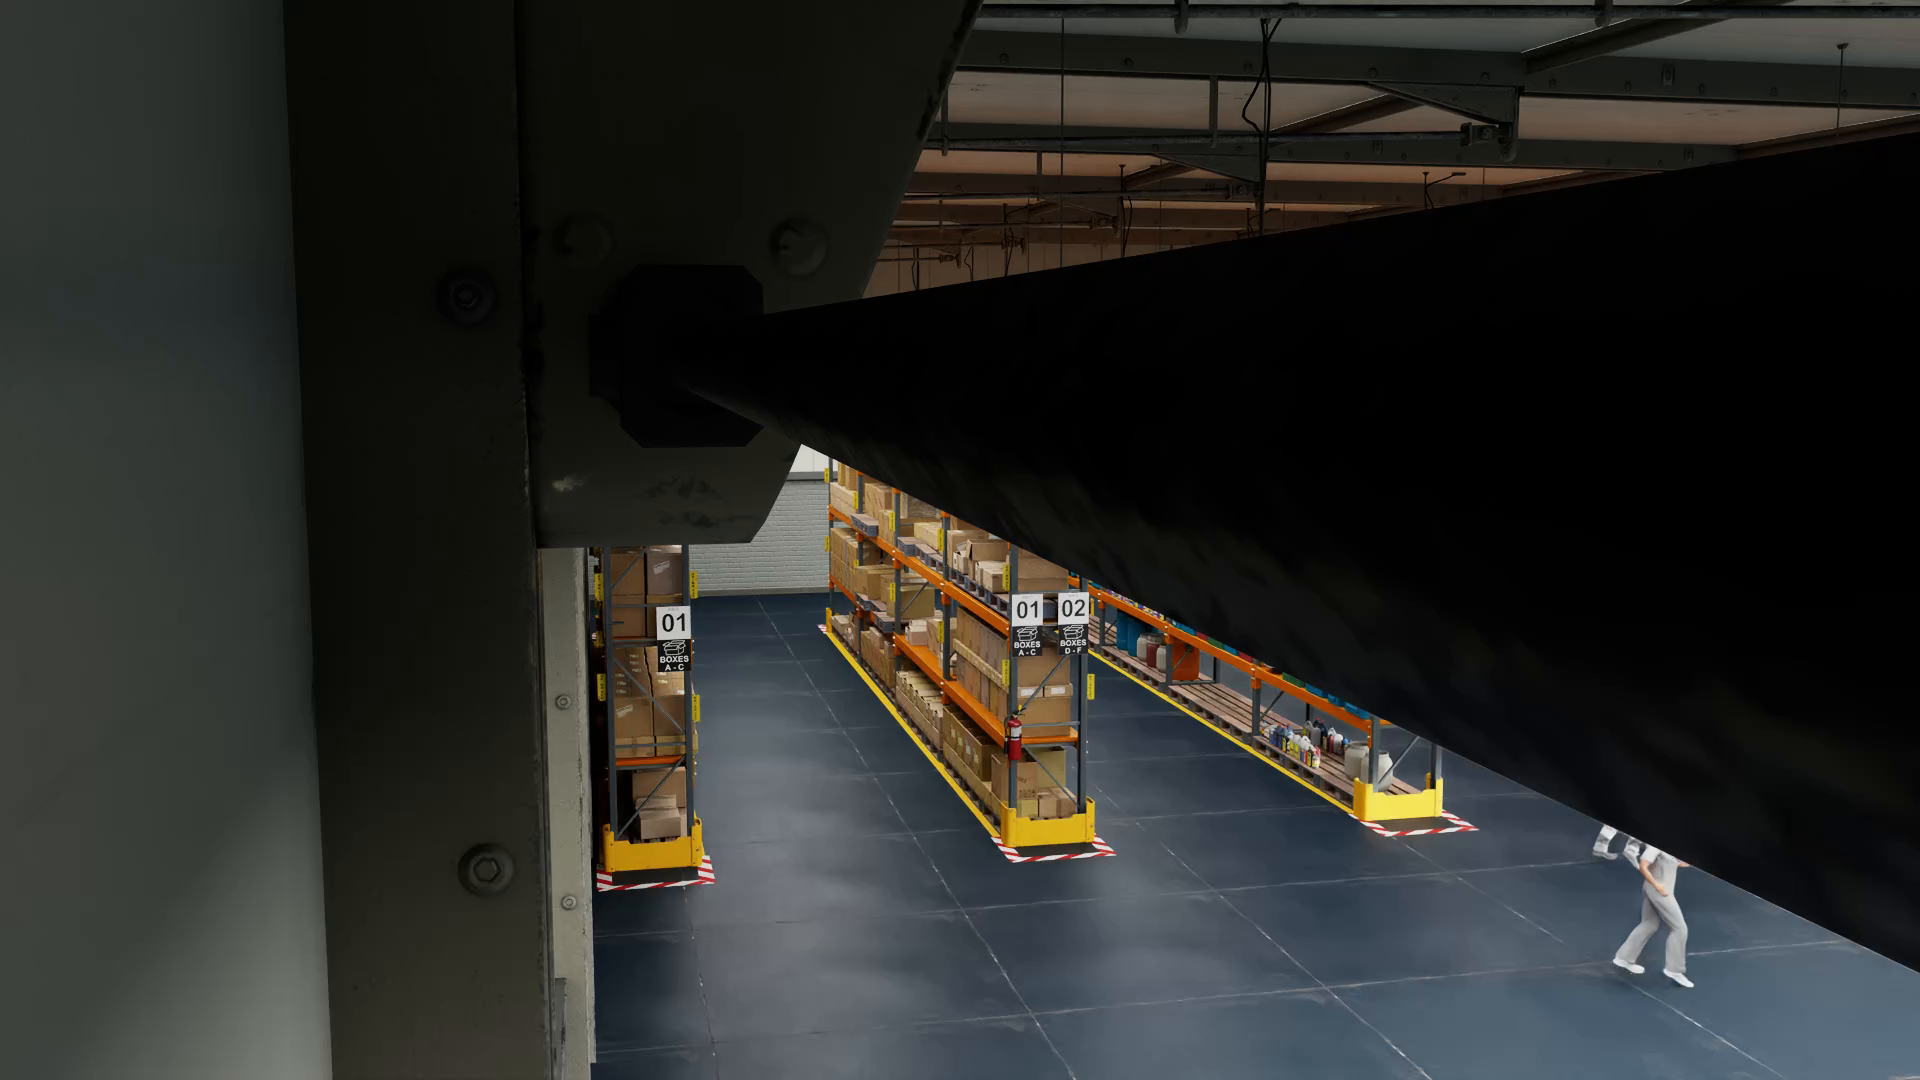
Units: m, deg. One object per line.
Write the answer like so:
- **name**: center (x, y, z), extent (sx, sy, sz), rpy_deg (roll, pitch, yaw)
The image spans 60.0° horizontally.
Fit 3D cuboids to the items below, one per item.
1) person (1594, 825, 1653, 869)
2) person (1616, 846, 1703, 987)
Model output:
- **person**: center (8.111, 3.065, 20.088), extent (0.773, 1.845, 0.645), rpy_deg (2, 7, 14)
- **person**: center (6.945, 3.538, 16.439), extent (0.801, 1.703, 0.555), rpy_deg (1, 7, 10)
